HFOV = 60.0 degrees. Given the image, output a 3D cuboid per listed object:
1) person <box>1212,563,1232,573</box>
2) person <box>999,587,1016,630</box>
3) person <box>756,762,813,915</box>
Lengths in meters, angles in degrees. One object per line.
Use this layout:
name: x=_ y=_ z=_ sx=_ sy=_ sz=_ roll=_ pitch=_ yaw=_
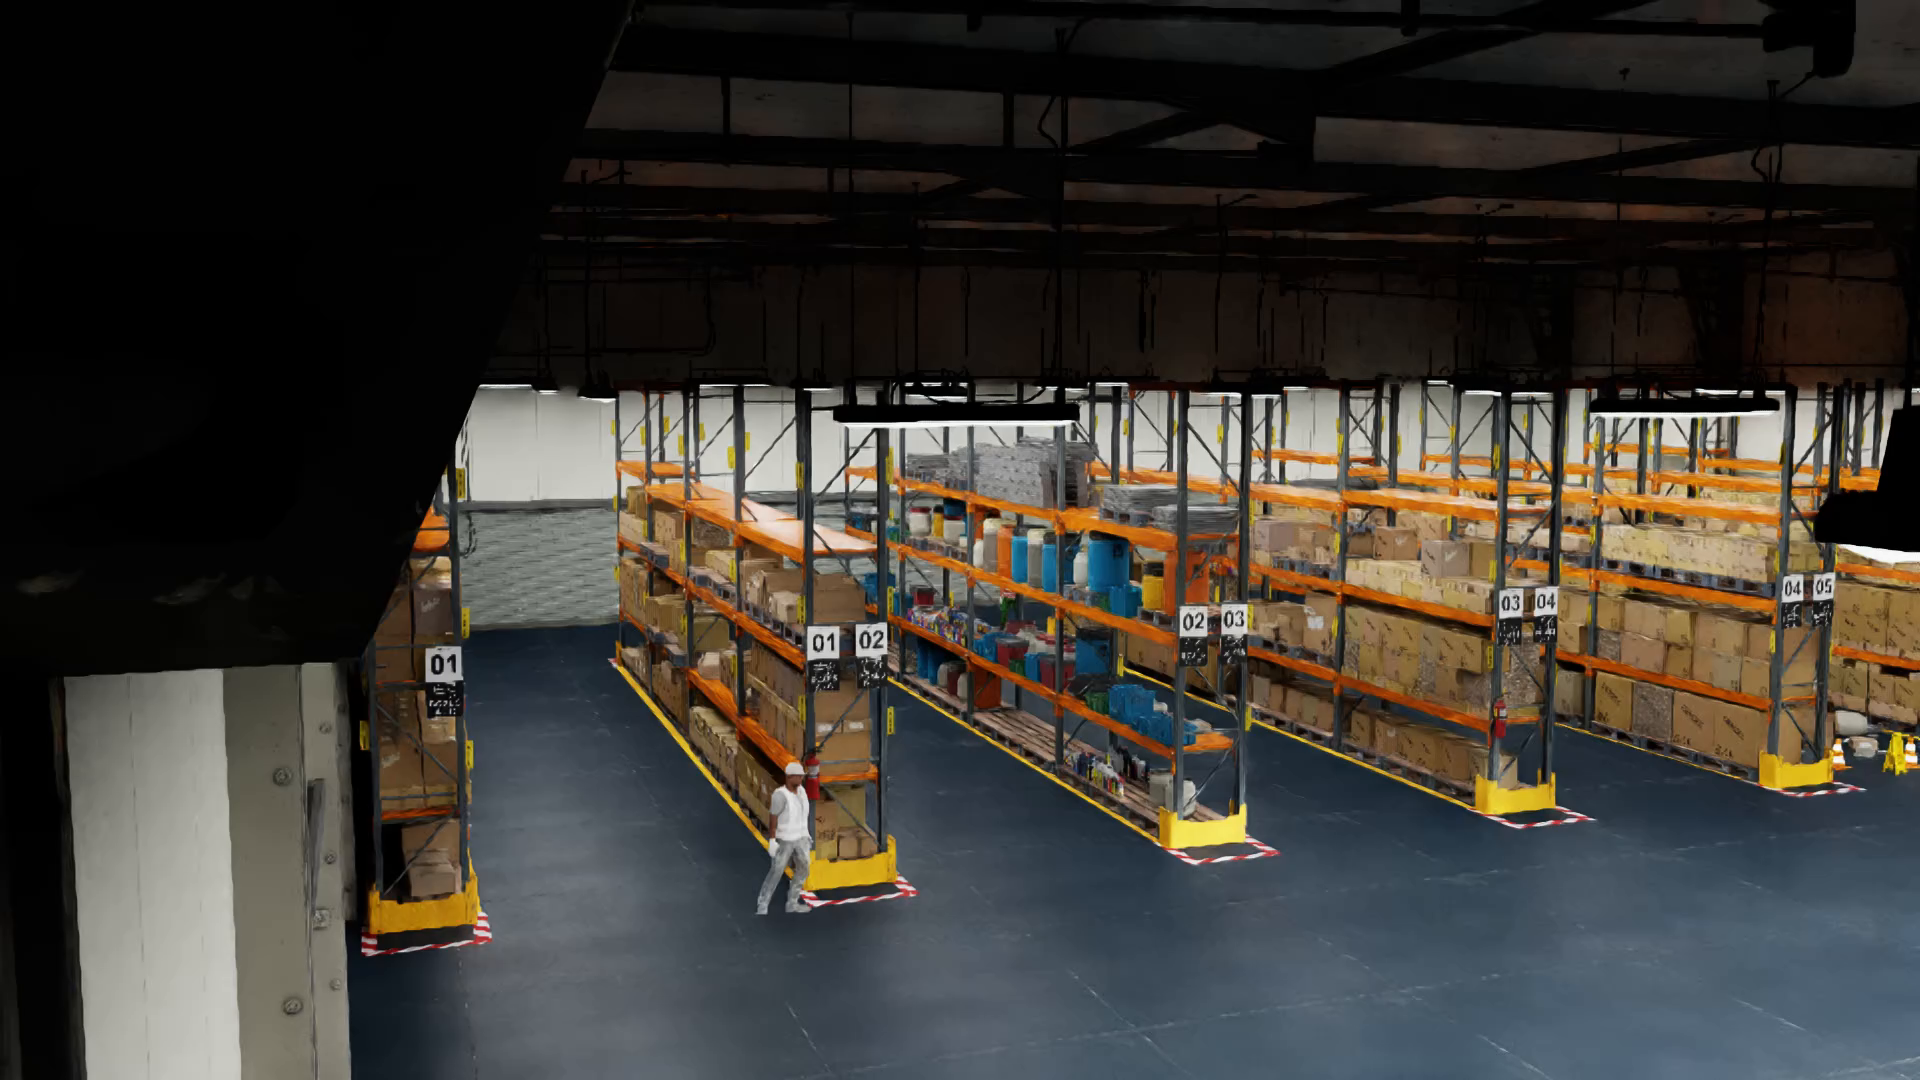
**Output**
person: x=6.481 y=1.124 z=41.098 sx=0.661 sy=1.758 sz=0.550 roll=5 pitch=8 yaw=41
person: x=1.219 y=1.348 z=38.955 sx=0.610 sy=1.754 sz=0.778 roll=1 pitch=6 yaw=7
person: x=-2.035 y=3.438 z=19.180 sx=0.509 sy=1.761 sz=0.694 roll=4 pitch=7 yaw=35
